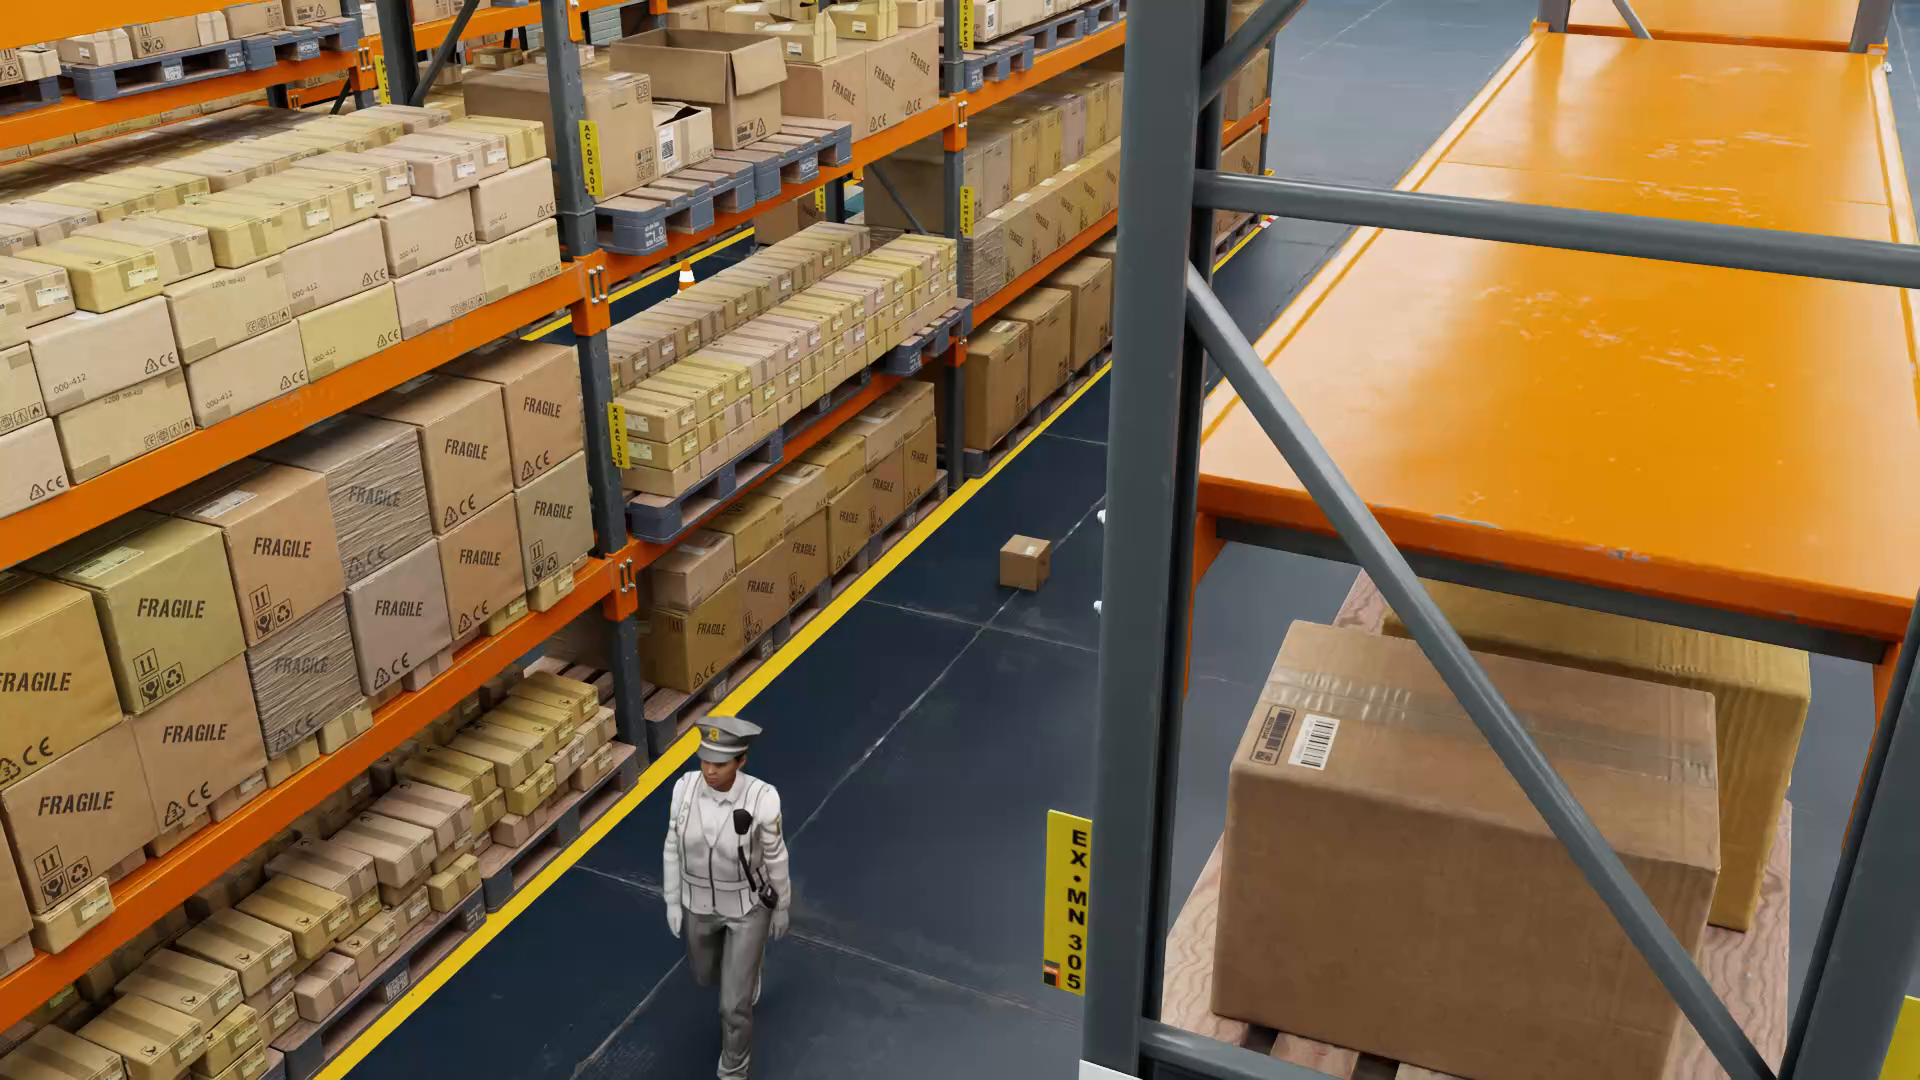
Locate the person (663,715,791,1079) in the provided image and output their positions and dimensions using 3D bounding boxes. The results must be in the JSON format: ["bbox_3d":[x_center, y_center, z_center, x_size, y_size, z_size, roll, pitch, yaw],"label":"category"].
[{"bbox_3d":[-0.912,1.393,6.540,0.494,1.658,0.811,6,27,13],"label":"person"}]
